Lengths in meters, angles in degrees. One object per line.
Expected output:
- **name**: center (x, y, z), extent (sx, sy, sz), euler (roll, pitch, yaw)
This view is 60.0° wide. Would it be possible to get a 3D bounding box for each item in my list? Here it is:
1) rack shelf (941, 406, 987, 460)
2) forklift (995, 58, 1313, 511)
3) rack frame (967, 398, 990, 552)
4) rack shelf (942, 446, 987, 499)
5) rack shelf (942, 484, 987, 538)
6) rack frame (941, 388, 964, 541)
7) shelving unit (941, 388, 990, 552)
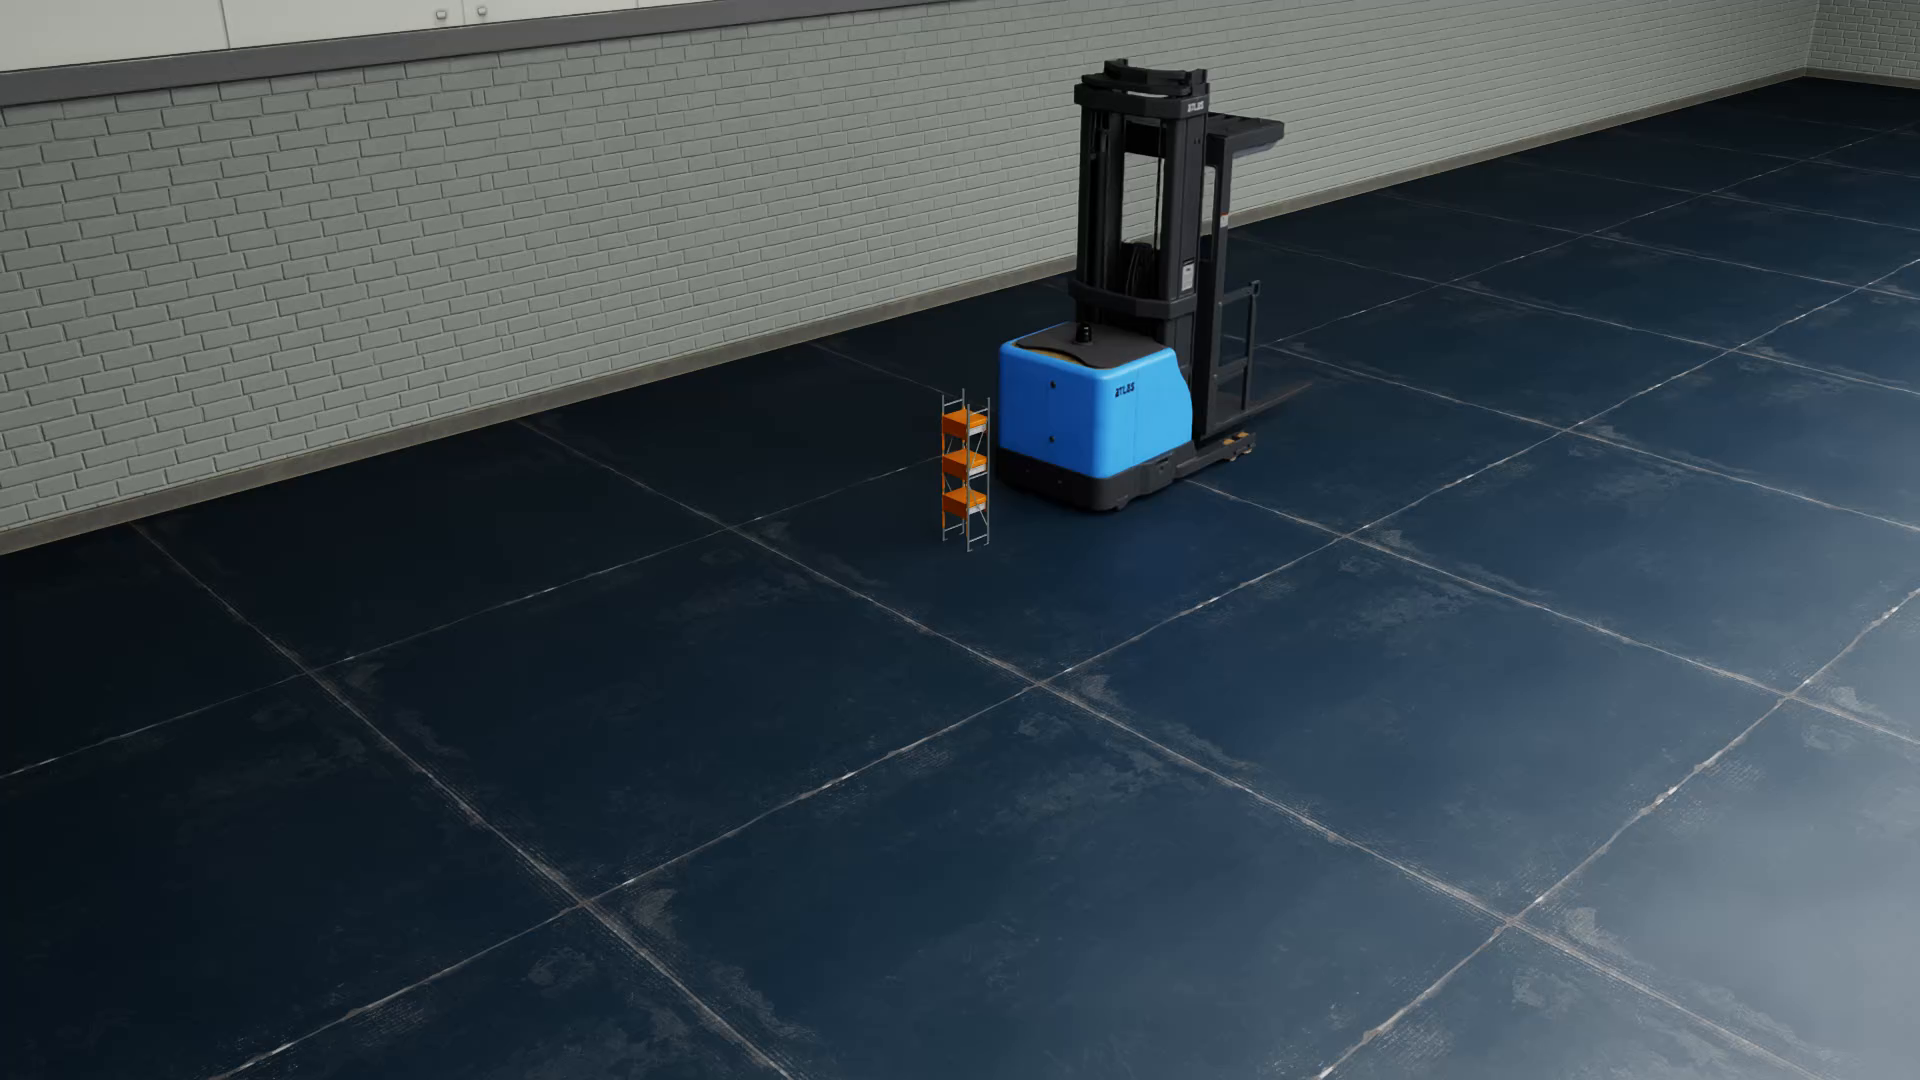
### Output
- **rack shelf**: center (0.037, -0.710, 10.988), extent (0.215, 0.259, 0.240), euler (-21, 32, -38)
- **forklift**: center (1.630, -2.063, 12.346), extent (1.130, 2.935, 3.031), euler (21, 32, 38)
- **rack frame**: center (0.120, -0.424, 11.020), extent (0.200, 1.050, 0.008), euler (-21, 32, -38)
- **rack shelf**: center (0.037, -0.452, 11.106), extent (0.215, 0.259, 0.240), euler (-21, 32, -38)
- **rack shelf**: center (0.037, -0.199, 11.221), extent (0.215, 0.259, 0.240), euler (-21, 32, -38)
- **rack frame**: center (-0.047, -0.498, 11.182), extent (0.200, 1.050, 0.008), euler (-21, 32, -38)
- **shelving unit**: center (0.037, -0.461, 11.101), extent (0.215, 1.050, 0.252), euler (-21, 32, -38)
